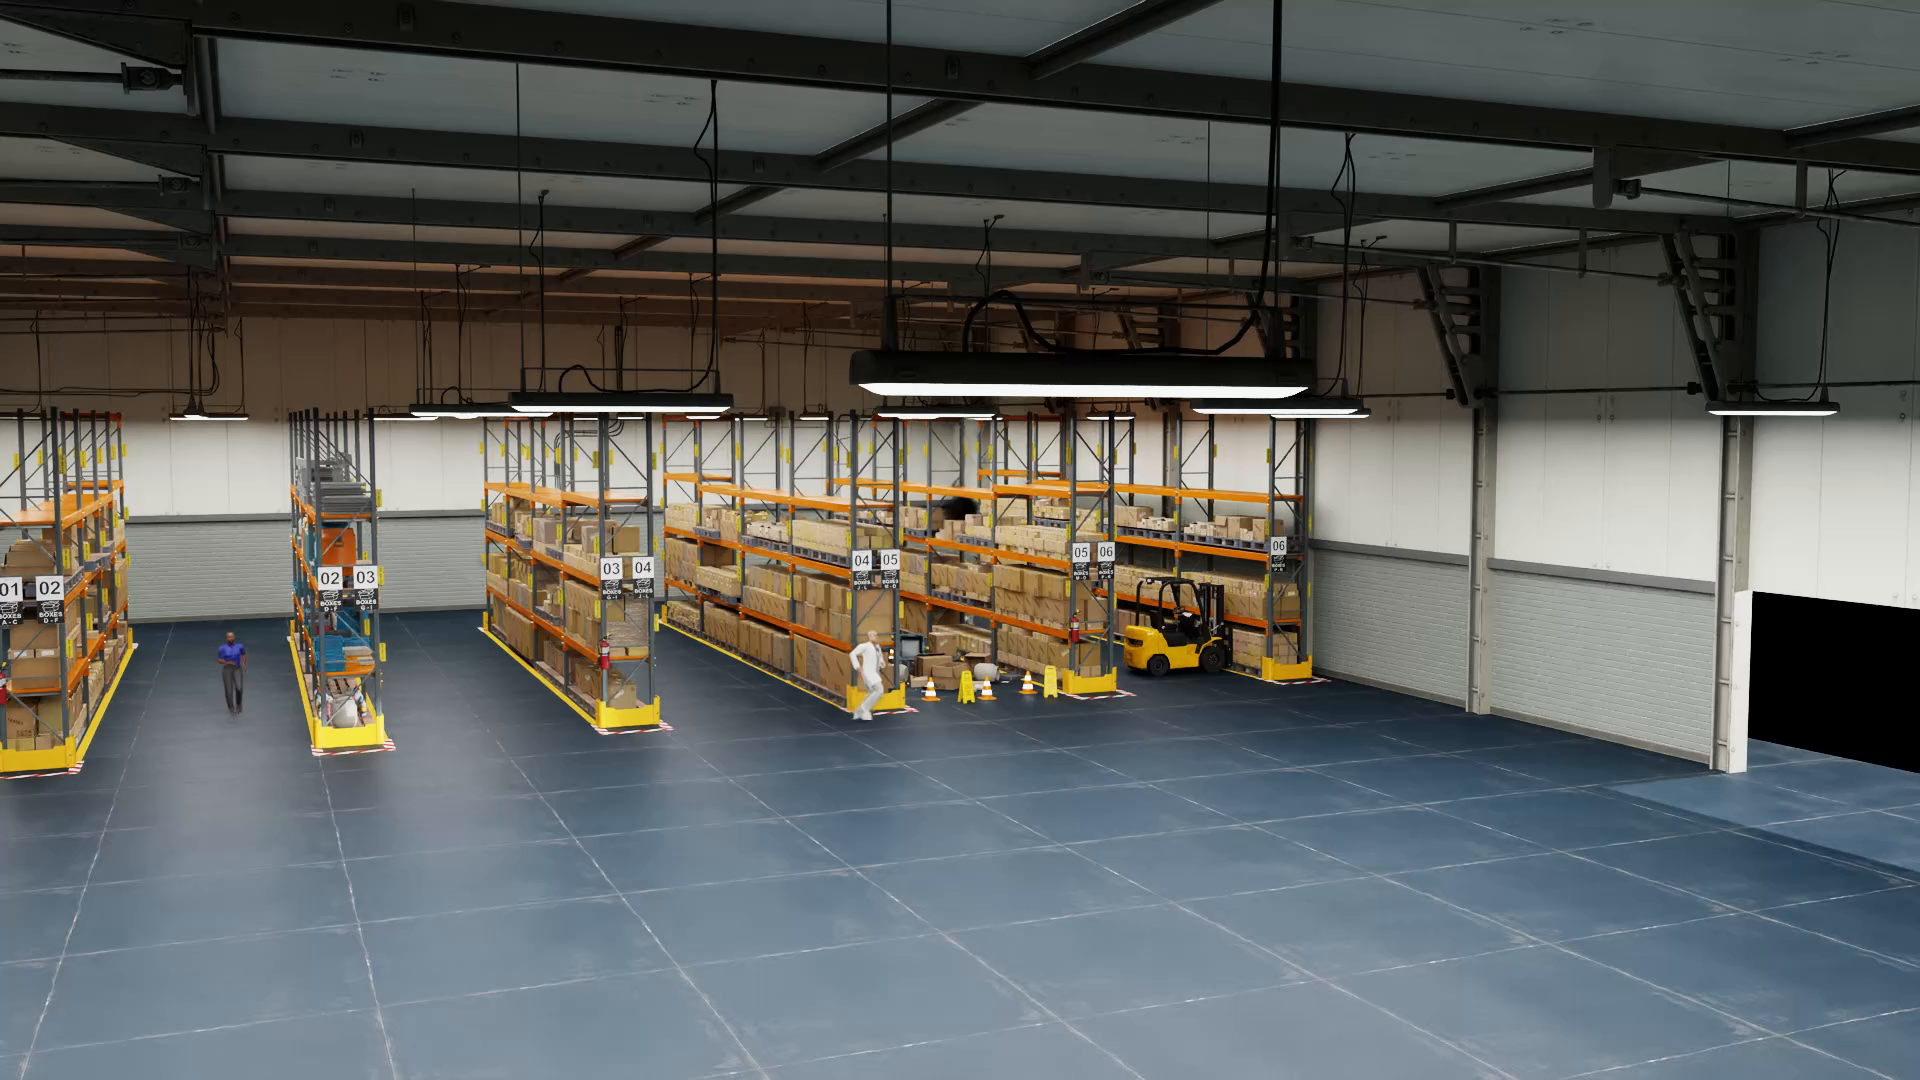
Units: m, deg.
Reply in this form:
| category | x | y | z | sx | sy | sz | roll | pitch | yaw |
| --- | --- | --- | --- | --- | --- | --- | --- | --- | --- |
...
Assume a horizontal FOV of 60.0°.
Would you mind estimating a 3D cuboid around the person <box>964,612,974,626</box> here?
| category | x | y | z | sx | sy | sz | roll | pitch | yaw |
| --- | --- | --- | --- | --- | --- | --- | --- | --- | --- |
| person | 0.244 | 1.715 | 44.819 | 0.654 | 1.744 | 0.532 | -2 | 4 | -22 |

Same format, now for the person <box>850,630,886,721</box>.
| category | x | y | z | sx | sy | sz | roll | pitch | yaw |
| --- | --- | --- | --- | --- | --- | --- | --- | --- | --- |
| person | -1.715 | 2.601 | 32.009 | 0.683 | 1.715 | 0.723 | 2 | 4 | 24 |

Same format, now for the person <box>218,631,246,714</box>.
| category | x | y | z | sx | sy | sz | roll | pitch | yaw |
| --- | --- | --- | --- | --- | --- | --- | --- | --- | --- |
| person | -14.277 | 2.611 | 32.660 | 0.544 | 1.638 | 0.651 | -2 | 5 | -28 |
